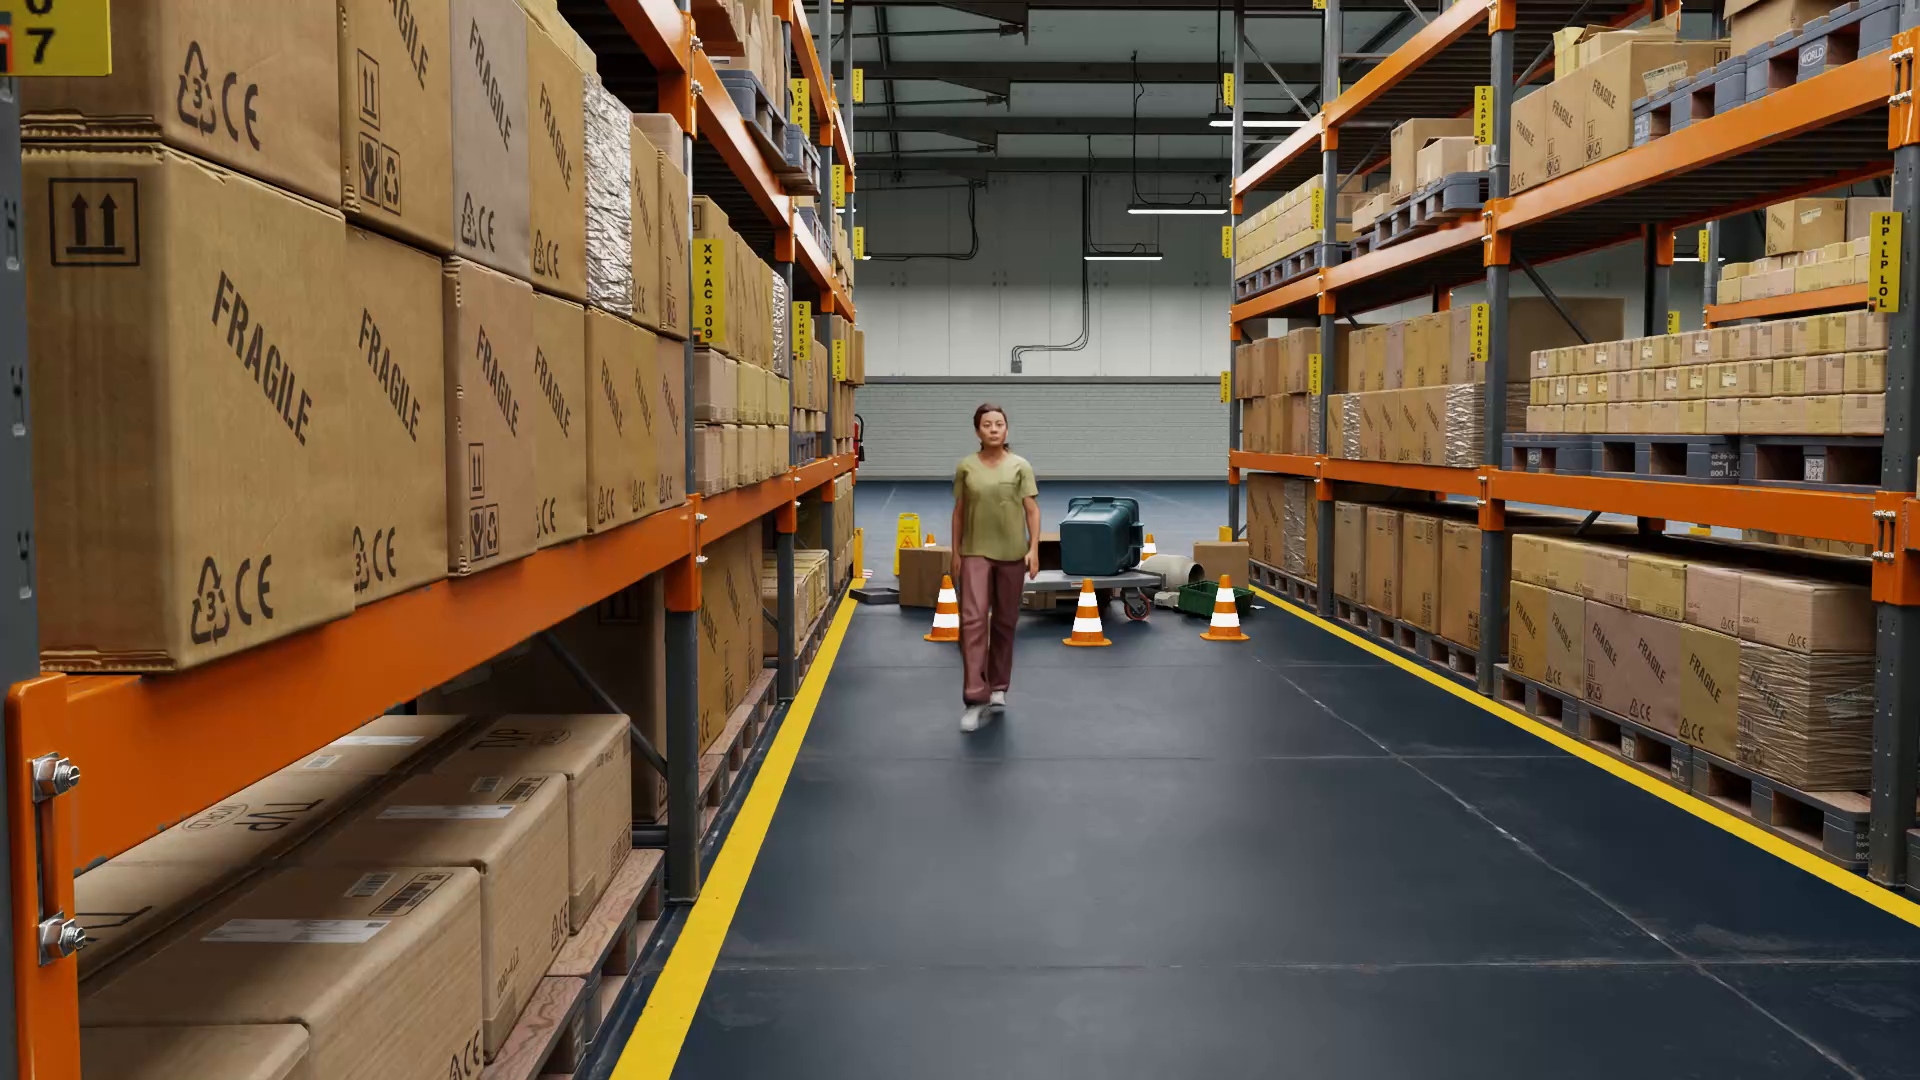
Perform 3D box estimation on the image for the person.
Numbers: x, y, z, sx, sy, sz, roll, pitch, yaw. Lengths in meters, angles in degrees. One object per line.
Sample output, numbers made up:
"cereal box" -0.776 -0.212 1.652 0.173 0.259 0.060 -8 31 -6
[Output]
"person" 0.186 0.113 8.729 0.478 1.659 0.861 0 4 0
